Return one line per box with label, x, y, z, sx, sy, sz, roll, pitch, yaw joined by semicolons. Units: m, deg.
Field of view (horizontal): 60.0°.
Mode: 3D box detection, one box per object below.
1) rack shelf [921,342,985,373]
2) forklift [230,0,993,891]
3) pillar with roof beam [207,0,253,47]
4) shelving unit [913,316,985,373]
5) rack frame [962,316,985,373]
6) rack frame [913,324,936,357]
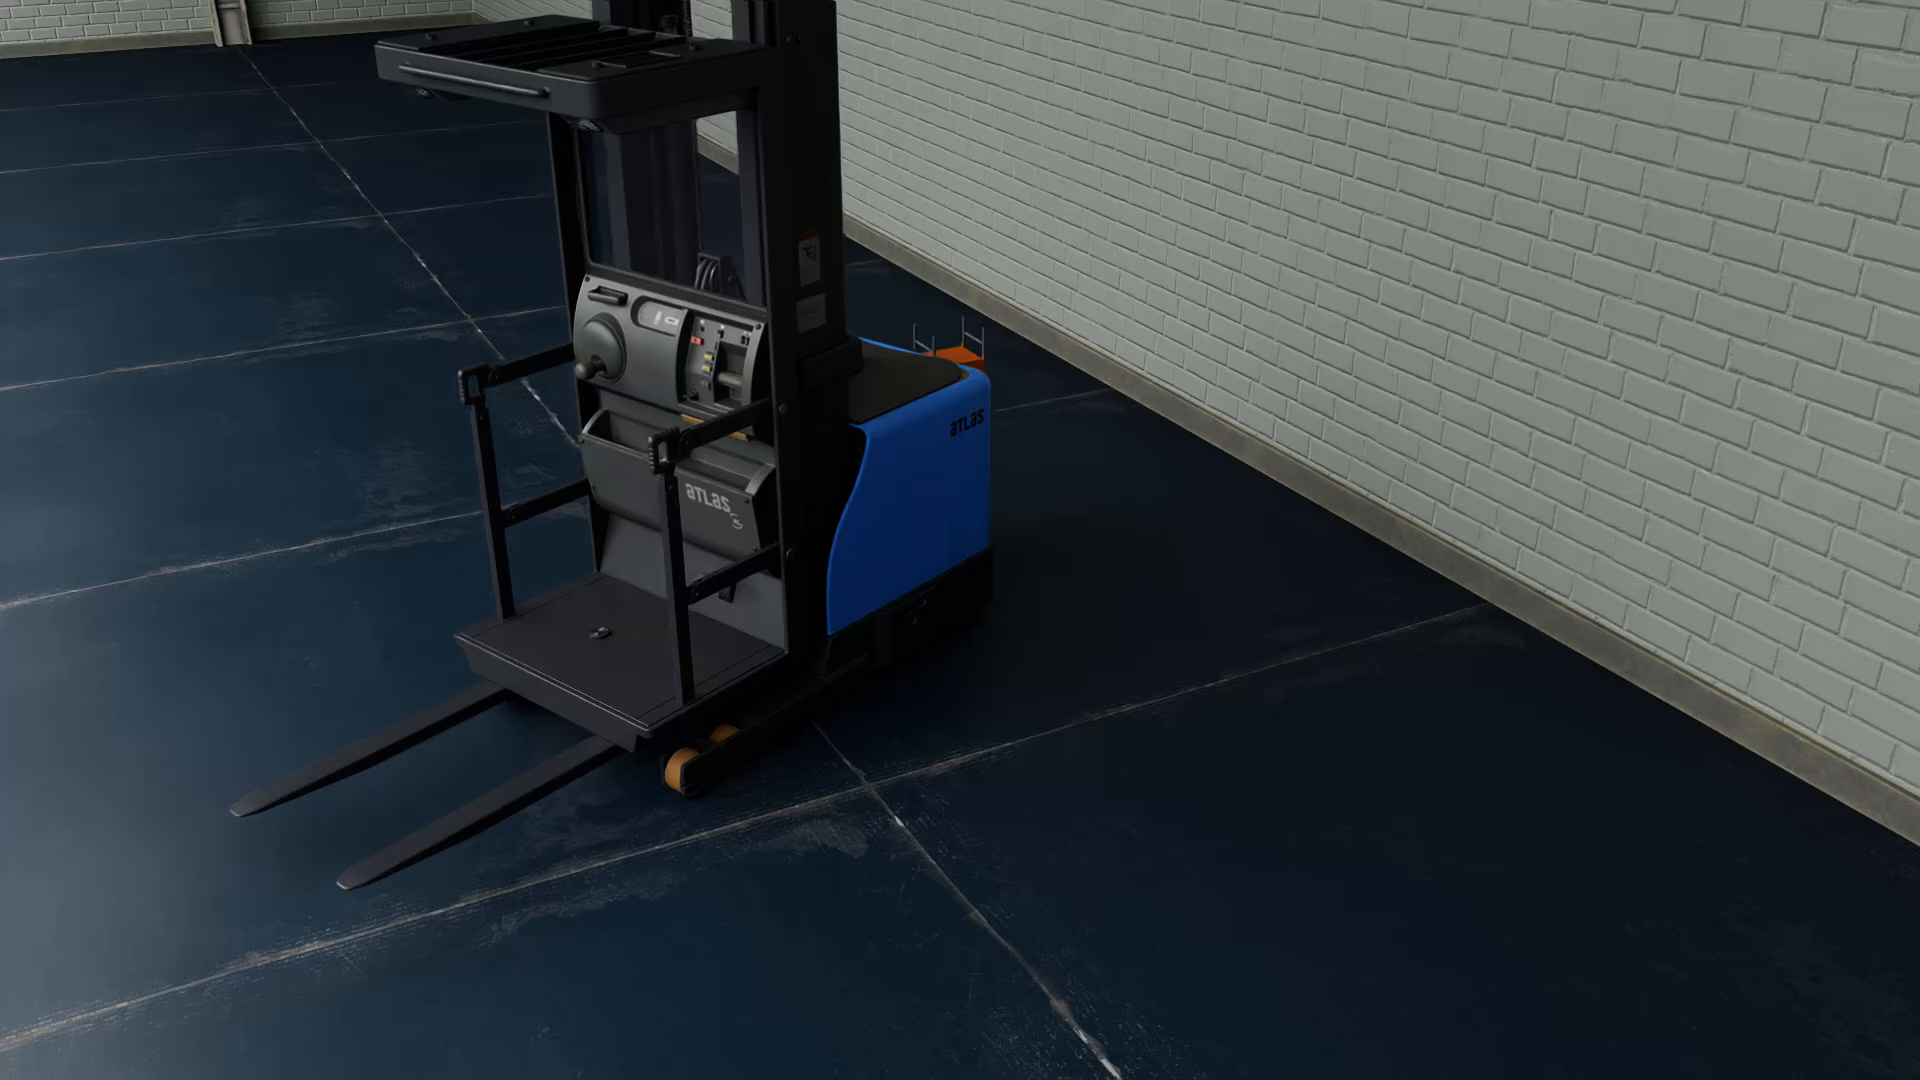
rack shelf;-0.047;-0.709;7.382;0.240;0.259;0.215;-13;29;-25
forklift;-1.172;-0.663;5.745;1.130;2.935;3.031;19;32;34
pillar with roof beam;-6.922;-8.532;15.124;0.400;9.000;9.100;-13;29;-25
shelving unit;-0.047;-0.462;7.500;0.252;1.050;0.215;-13;29;-25
rack frame;0.060;-0.487;7.552;0.008;1.050;0.200;-13;29;-25
rack frame;-0.155;-0.438;7.448;0.008;1.050;0.200;-13;29;-25
